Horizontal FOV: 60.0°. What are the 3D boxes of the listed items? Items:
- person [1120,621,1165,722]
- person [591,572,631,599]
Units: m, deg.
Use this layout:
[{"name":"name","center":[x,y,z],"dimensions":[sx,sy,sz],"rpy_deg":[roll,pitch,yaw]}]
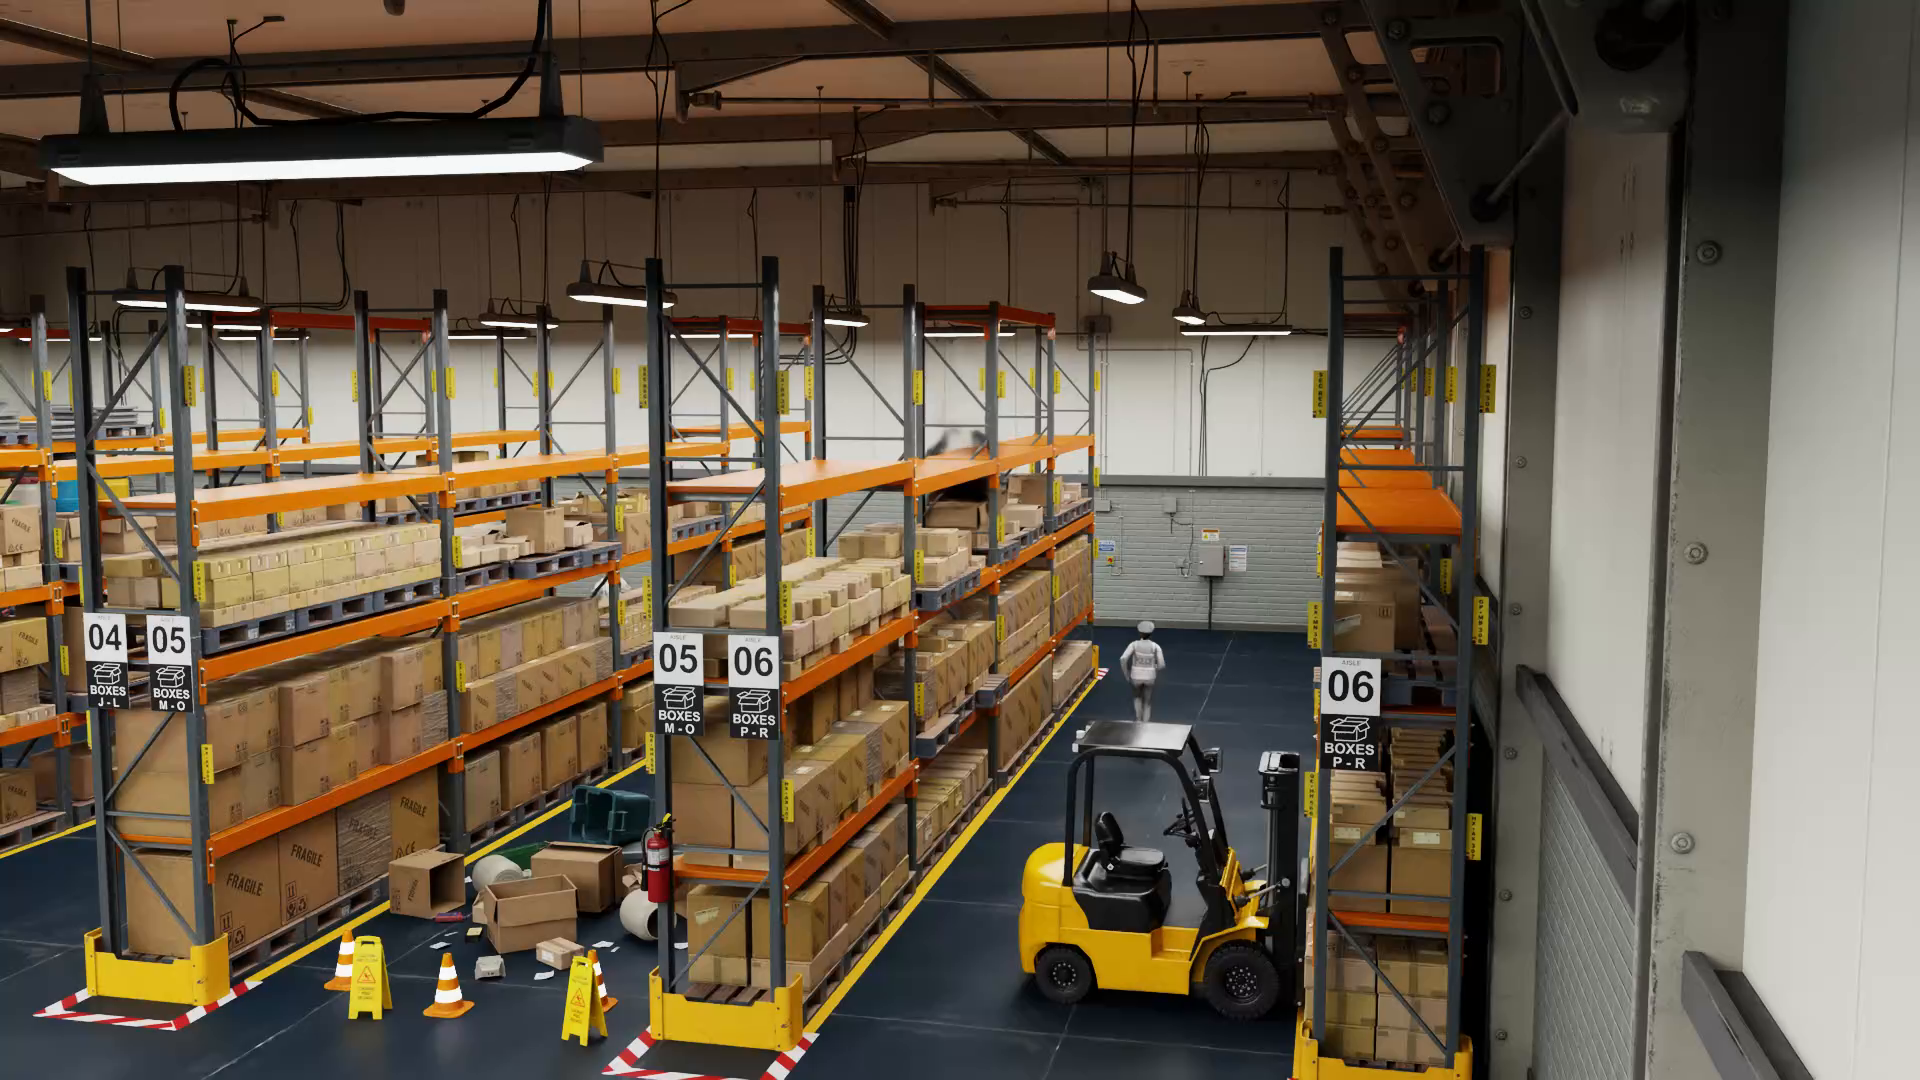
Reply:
[{"name":"person","center":[2.584,1.964,23.488],"dimensions":[0.625,1.650,0.591],"rpy_deg":[1,6,10]},{"name":"person","center":[-6.255,1.275,29.975],"dimensions":[0.737,1.741,0.575],"rpy_deg":[-2,6,-19]}]
